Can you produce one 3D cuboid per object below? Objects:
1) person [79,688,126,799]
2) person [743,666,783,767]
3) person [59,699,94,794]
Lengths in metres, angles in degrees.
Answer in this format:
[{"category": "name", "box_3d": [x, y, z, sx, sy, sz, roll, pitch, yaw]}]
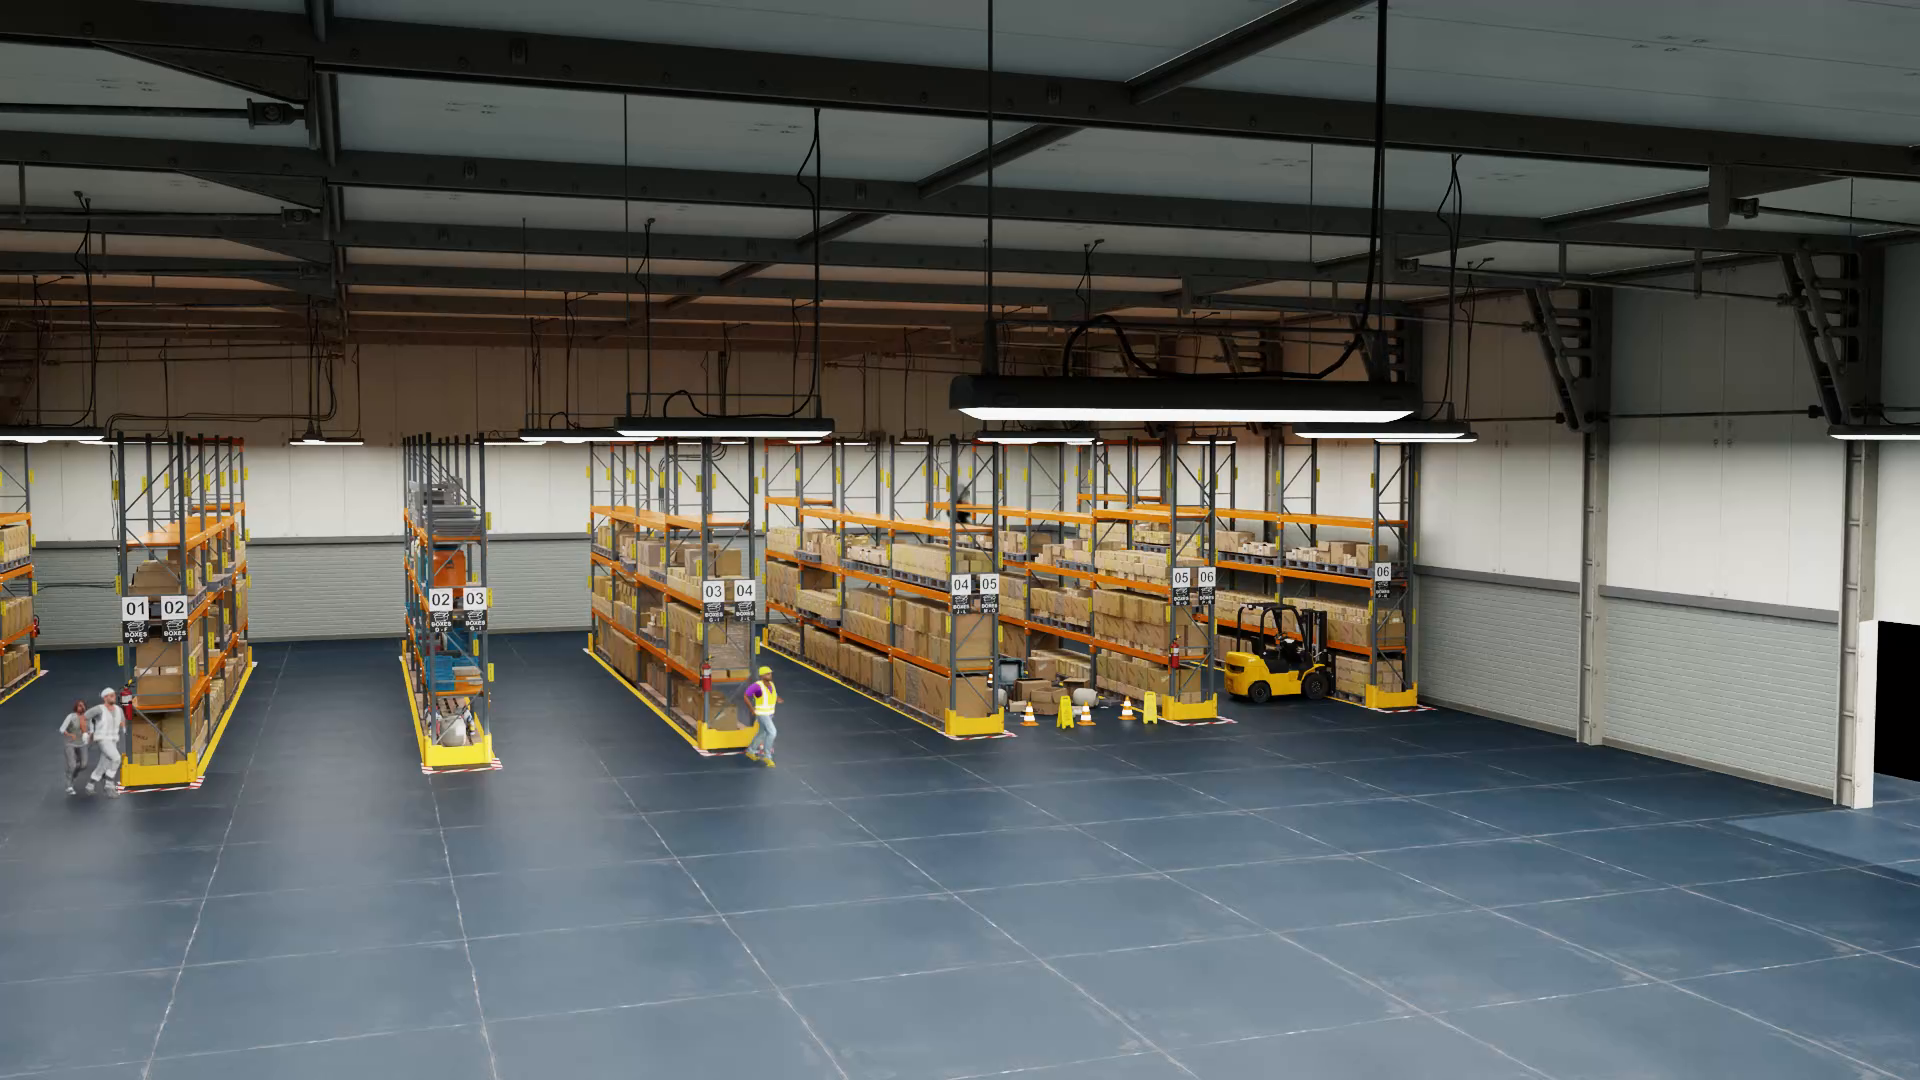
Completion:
[{"category": "person", "box_3d": [-13.982, 3.315, 27.288, 0.698, 1.753, 0.687, 1, 3, 16]}, {"category": "person", "box_3d": [-3.551, 3.181, 30.030, 0.766, 1.824, 0.682, 2, 4, 26]}, {"category": "person", "box_3d": [-14.635, 3.425, 27.618, 0.570, 1.551, 0.557, 3, 4, 45]}]
